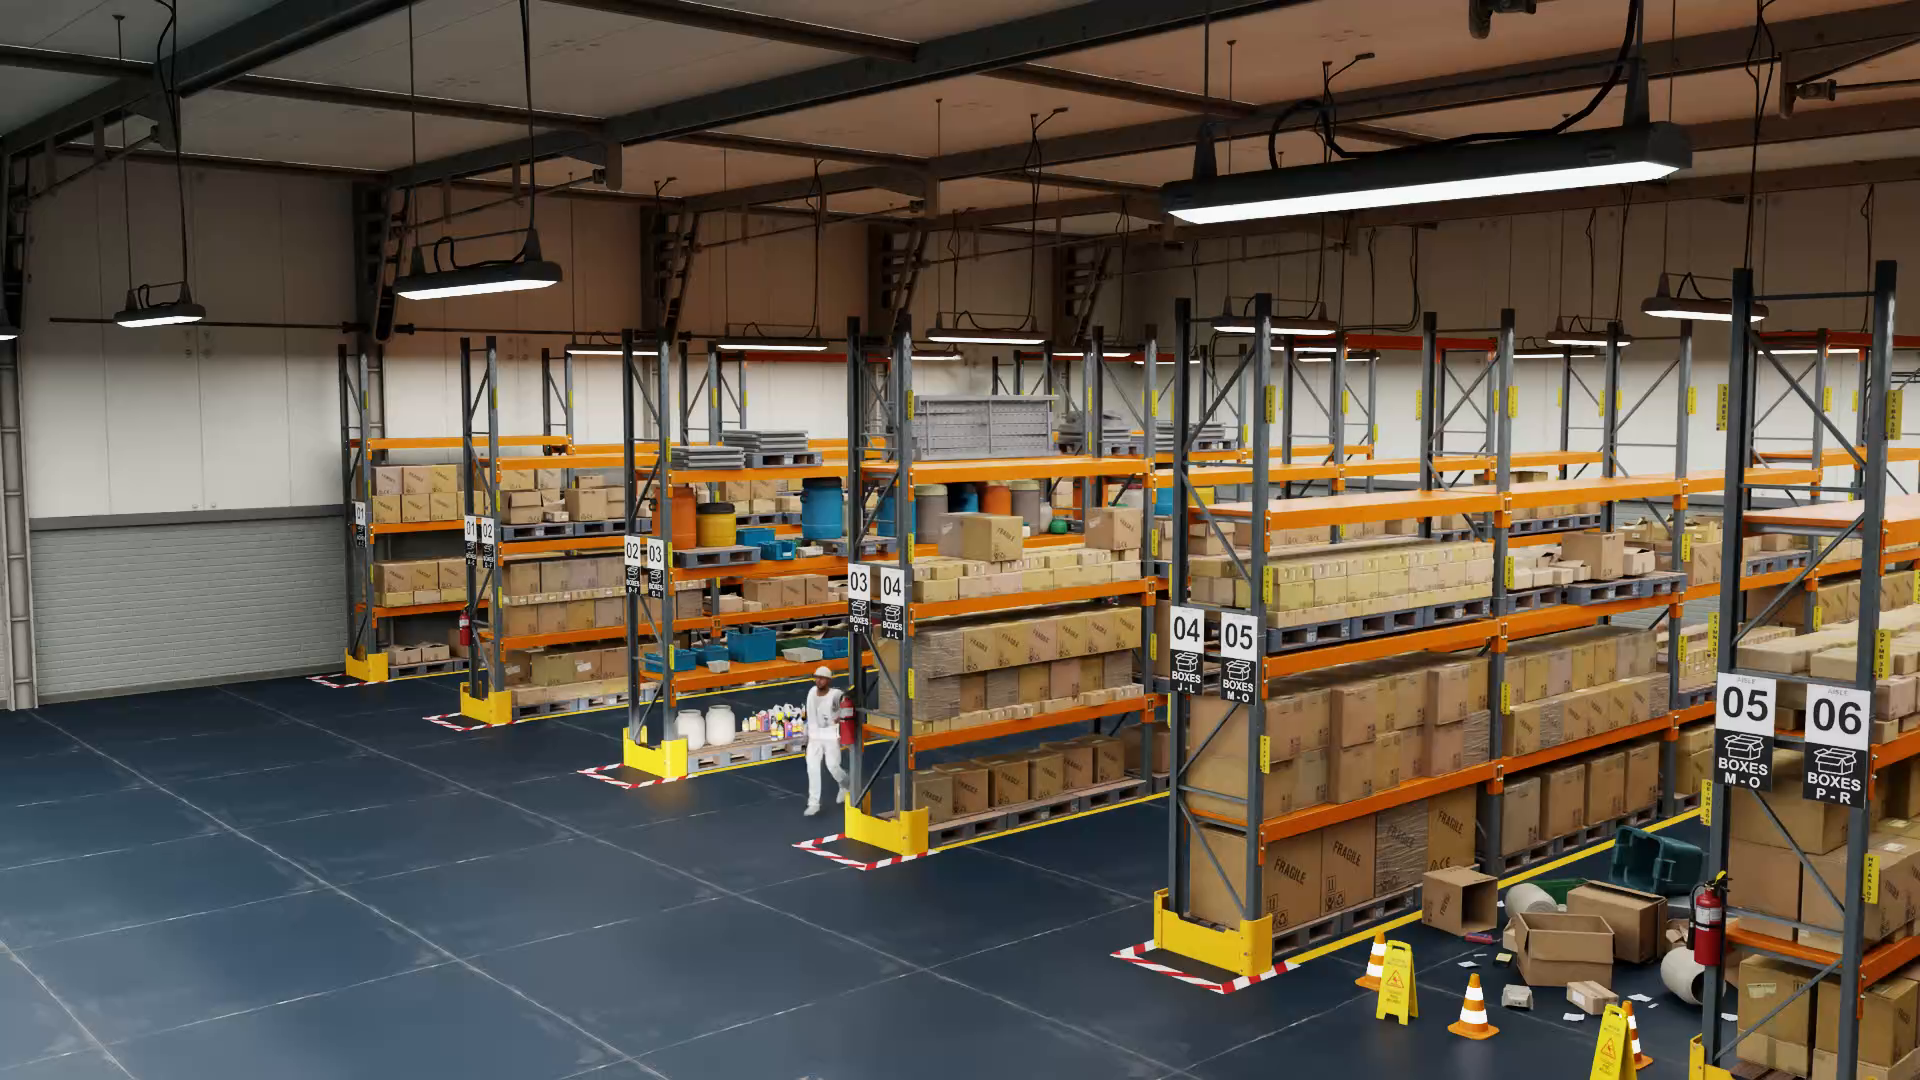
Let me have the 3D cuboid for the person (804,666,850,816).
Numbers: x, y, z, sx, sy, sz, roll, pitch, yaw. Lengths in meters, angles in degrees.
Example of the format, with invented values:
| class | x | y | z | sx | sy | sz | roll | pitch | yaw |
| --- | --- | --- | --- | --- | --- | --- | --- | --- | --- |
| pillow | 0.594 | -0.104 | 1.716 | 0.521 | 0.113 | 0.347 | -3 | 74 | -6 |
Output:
| class | x | y | z | sx | sy | sz | roll | pitch | yaw |
| --- | --- | --- | --- | --- | --- | --- | --- | --- | --- |
| person | -1.652 | 2.422 | 20.357 | 0.689 | 1.770 | 0.926 | 2 | 6 | 25 |

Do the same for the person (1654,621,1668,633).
| class | x | y | z | sx | sy | sz | roll | pitch | yaw |
| --- | --- | --- | --- | --- | --- | --- | --- | --- | --- |
| person | 10.423 | 2.128 | 24.696 | 0.830 | 1.692 | 0.704 | -3 | 6 | -34 |
